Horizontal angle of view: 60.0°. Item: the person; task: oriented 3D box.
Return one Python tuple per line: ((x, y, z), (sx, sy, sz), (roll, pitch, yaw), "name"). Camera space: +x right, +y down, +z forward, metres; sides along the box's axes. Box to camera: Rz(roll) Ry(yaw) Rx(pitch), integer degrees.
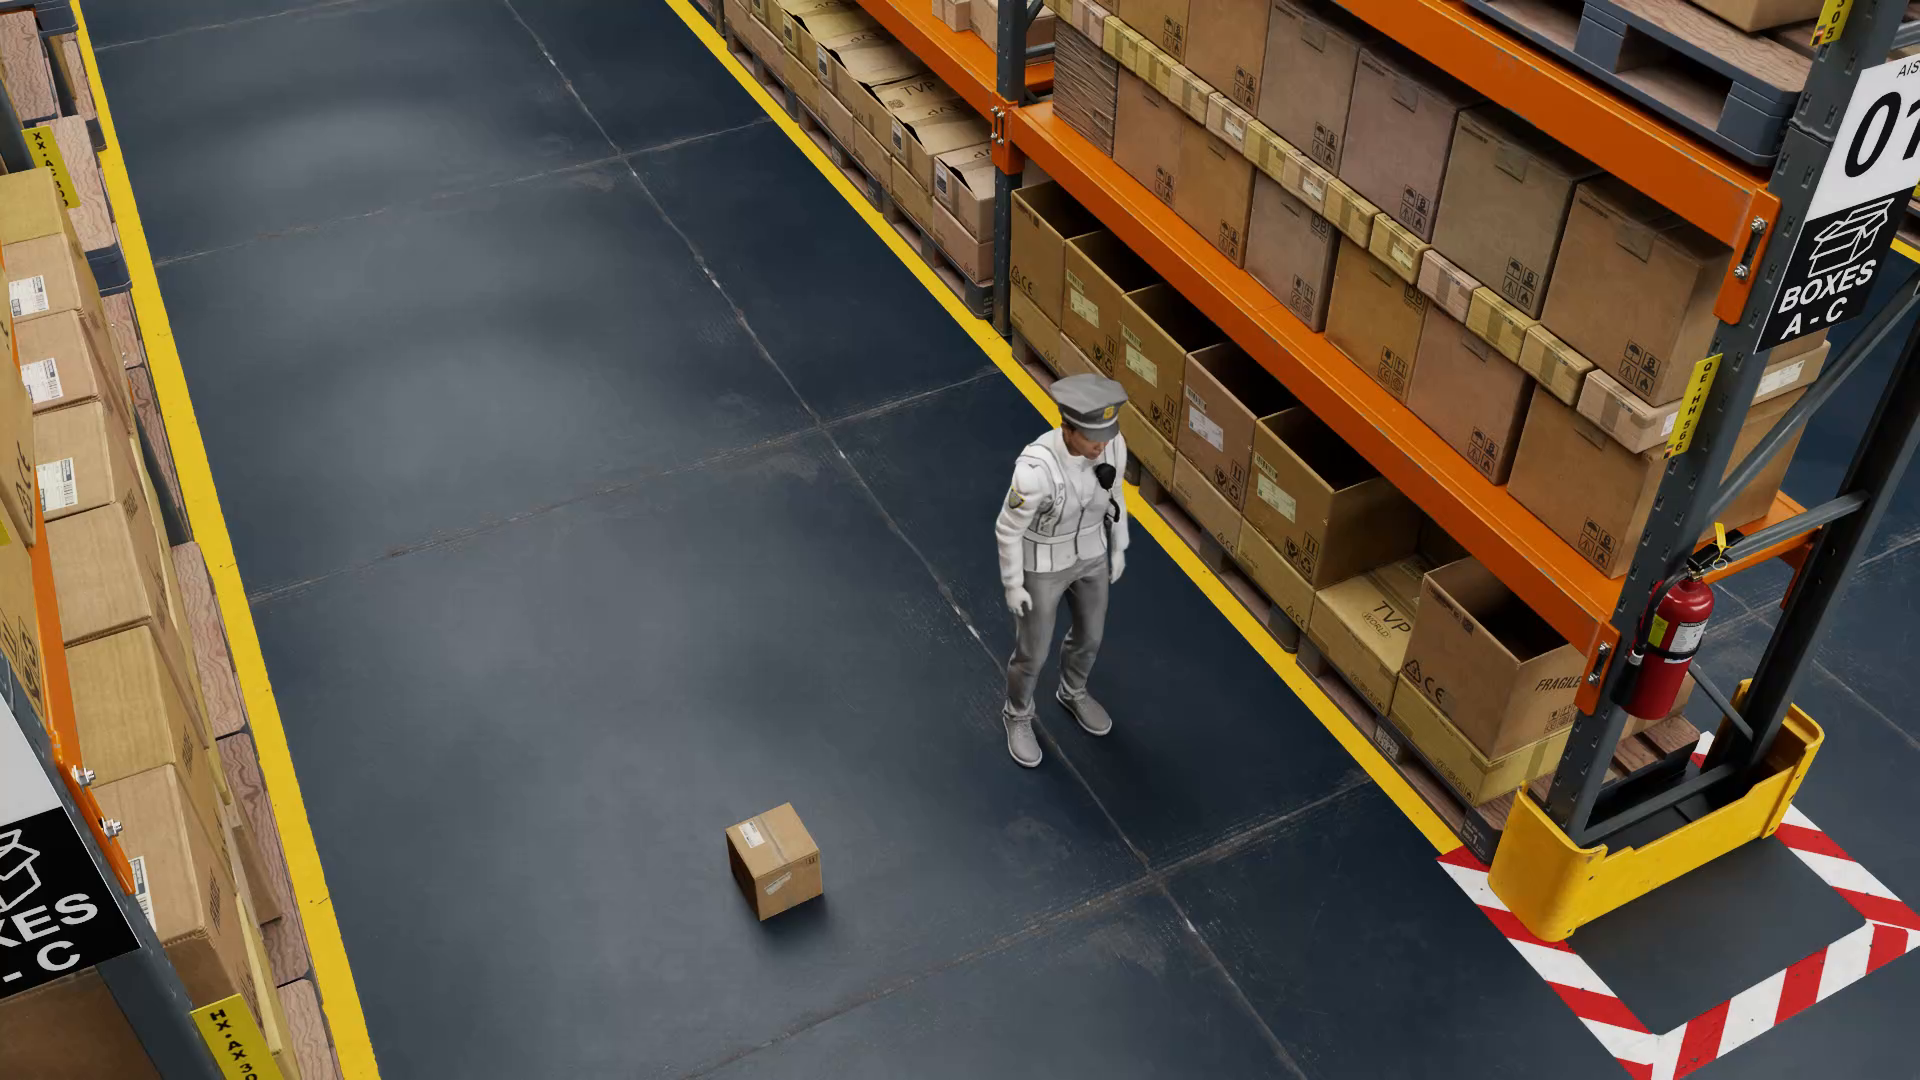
((0.381, 0.091, 6.053), (0.526, 1.663, 0.374), (-20, 45, -21), "person")
